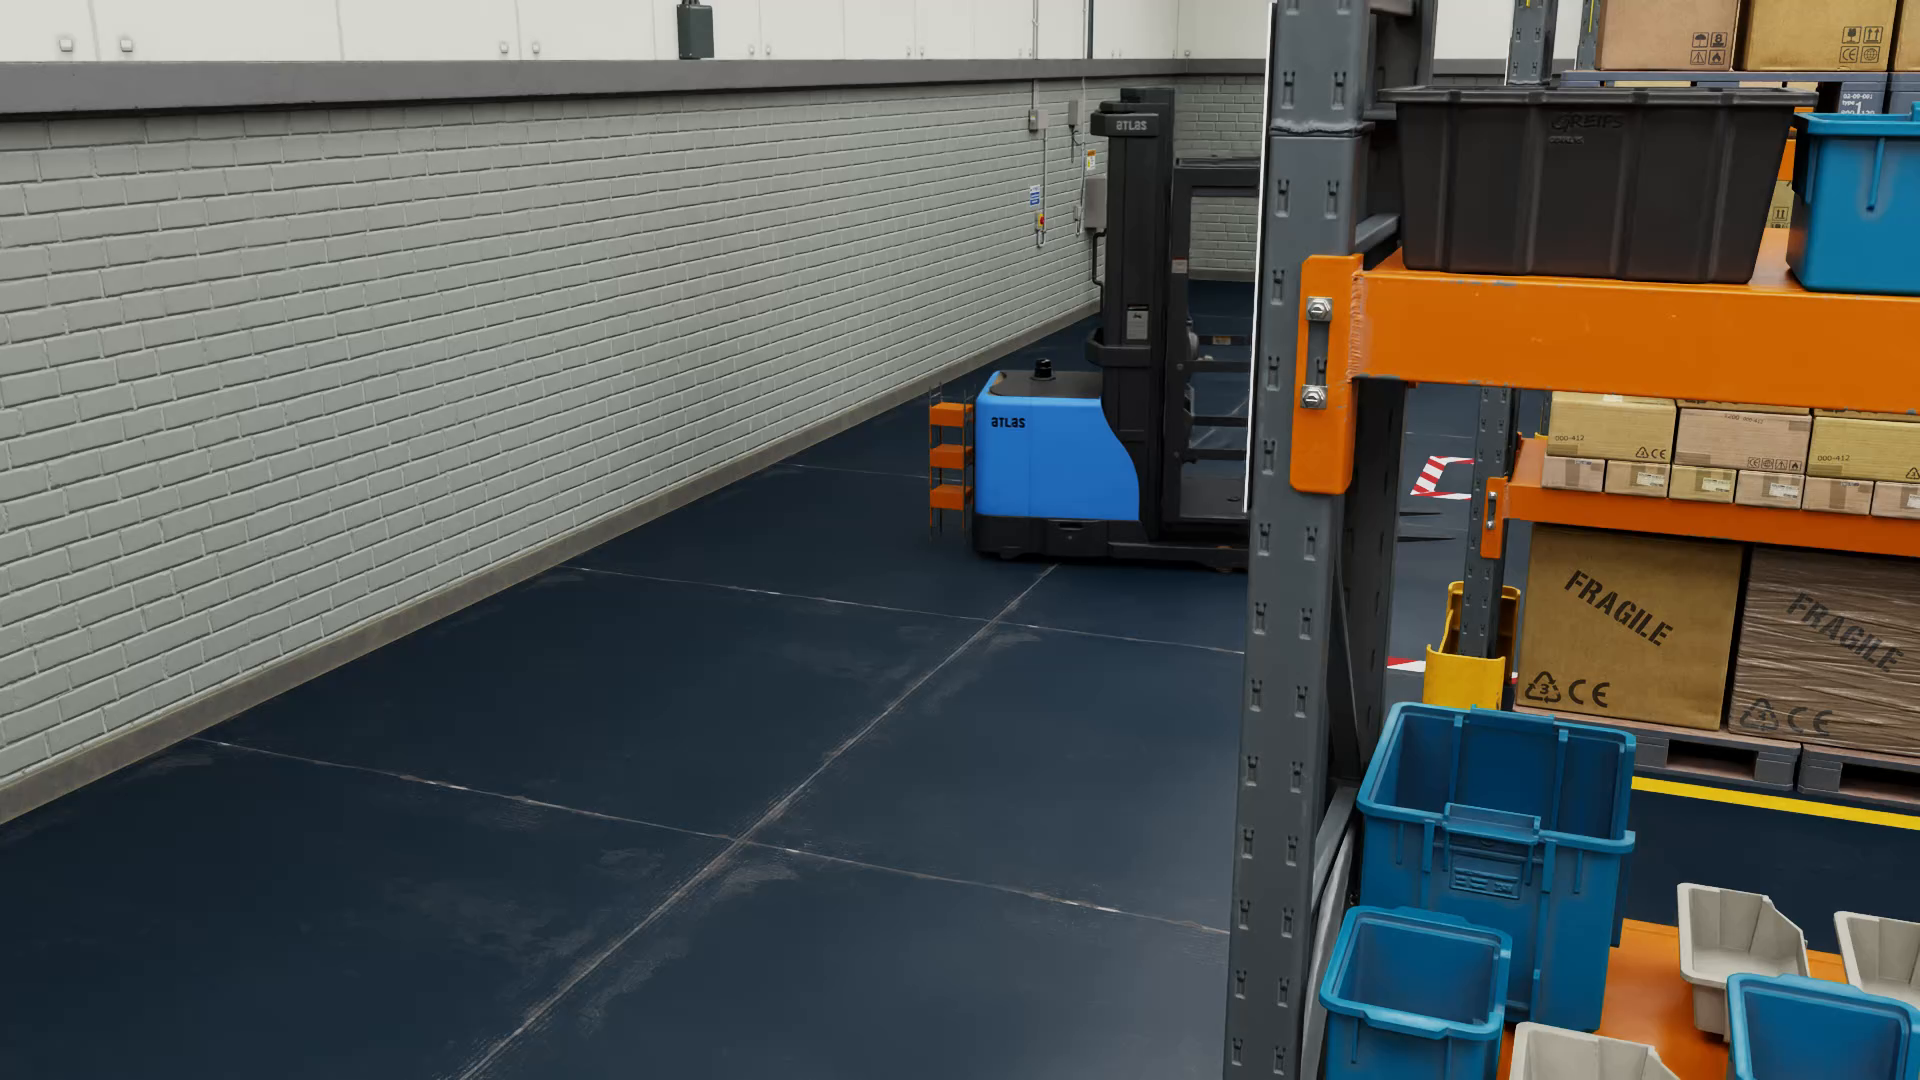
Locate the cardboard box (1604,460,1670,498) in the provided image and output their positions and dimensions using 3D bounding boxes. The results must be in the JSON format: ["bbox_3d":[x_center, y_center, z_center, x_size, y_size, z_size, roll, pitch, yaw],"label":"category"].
[{"bbox_3d":[2.976,-0.310,7.313,0.250,0.149,0.380,6,17,20],"label":"cardboard box"}]

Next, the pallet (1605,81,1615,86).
[{"bbox_3d":[6.857,-4.474,15.982,1.213,0.211,1.003,6,17,21],"label":"pallet"}]

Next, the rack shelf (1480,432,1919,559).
[{"bbox_3d":[4.388,-0.029,7.182,4.000,0.370,1.077,6,17,21],"label":"rack shelf"}]

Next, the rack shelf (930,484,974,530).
[{"bbox_3d":[-0.050,-0.233,11.127,0.240,0.259,0.215,6,17,21],"label":"rack shelf"}]

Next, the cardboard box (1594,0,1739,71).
[{"bbox_3d":[3.031,-2.278,7.147,0.500,0.500,0.700,5,17,17],"label":"cardboard box"}]

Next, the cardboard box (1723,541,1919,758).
[{"bbox_3d":[3.999,0.378,7.550,0.875,0.875,0.875,6,17,21],"label":"cardboard box"}]

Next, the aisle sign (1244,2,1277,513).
[{"bbox_3d":[0.534,-0.473,2.759,0.004,0.787,0.394,6,17,21],"label":"aisle sign"}]

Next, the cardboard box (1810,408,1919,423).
[{"bbox_3d":[3.824,-0.788,6.898,0.500,0.500,0.500,6,17,19],"label":"cardboard box"}]

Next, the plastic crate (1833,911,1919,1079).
[{"bbox_3d":[1.799,0.874,3.150,0.243,0.136,0.396,6,17,21],"label":"plastic crate"}]

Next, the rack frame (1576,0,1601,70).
[{"bbox_3d":[4.441,-4.736,11.346,0.127,3.000,1.000,6,17,21],"label":"rack frame"}]

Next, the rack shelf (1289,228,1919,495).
[{"bbox_3d":[2.570,-0.185,2.339,4.000,0.370,1.077,6,17,21],"label":"rack shelf"}]

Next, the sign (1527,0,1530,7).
[{"bbox_3d":[2.318,-2.334,6.742,0.005,0.325,0.100,6,17,21],"label":"sign"}]

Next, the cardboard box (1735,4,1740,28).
[{"bbox_3d":[5.115,-3.485,11.075,0.250,0.149,0.380,6,17,21],"label":"cardboard box"}]

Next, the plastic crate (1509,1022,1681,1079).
[{"bbox_3d":[1.087,0.969,2.822,0.298,0.136,0.250,6,17,21],"label":"plastic crate"}]

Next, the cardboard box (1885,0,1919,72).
[{"bbox_3d":[4.009,-2.148,6.702,0.500,0.500,0.700,5,17,17],"label":"cardboard box"}]

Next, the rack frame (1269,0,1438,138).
[{"bbox_3d":[0.710,-2.175,2.525,0.127,3.000,1.000,6,17,21],"label":"rack frame"}]

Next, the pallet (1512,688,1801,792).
[{"bbox_3d":[3.300,0.822,7.963,1.213,0.211,1.003,6,17,21],"label":"pallet"}]

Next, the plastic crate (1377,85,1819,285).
[{"bbox_3d":[0.966,-0.560,2.577,0.590,0.269,0.497,6,17,21],"label":"plastic crate"}]

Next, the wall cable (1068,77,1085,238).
[{"bbox_3d":[1.419,-4.576,19.735,0.122,1.984,0.588,6,17,21],"label":"wall cable"}]

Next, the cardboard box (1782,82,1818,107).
[{"bbox_3d":[5.737,-3.007,11.039,0.500,0.250,0.500,6,17,19],"label":"cardboard box"}]

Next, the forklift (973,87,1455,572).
[{"bbox_3d":[1.645,-1.354,10.582,3.031,2.935,1.130,2,16,8],"label":"forklift"}]

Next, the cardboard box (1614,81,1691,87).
[{"bbox_3d":[4.765,-3.111,11.398,0.500,0.250,0.500,7,18,23],"label":"cardboard box"}]

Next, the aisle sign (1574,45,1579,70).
[{"bbox_3d":[4.263,-3.033,11.577,0.004,0.787,0.394,6,17,21],"label":"aisle sign"}]

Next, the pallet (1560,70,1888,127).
[{"bbox_3d":[3.221,-1.903,7.129,1.213,0.211,1.003,6,17,21],"label":"pallet"}]

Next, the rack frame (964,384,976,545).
[{"bbox_3d":[0.064,-0.497,11.003,0.008,1.050,0.200,6,17,21],"label":"rack frame"}]

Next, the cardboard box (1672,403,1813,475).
[{"bbox_3d":[3.361,-0.479,7.178,0.500,0.250,0.500,6,17,20],"label":"cardboard box"}]

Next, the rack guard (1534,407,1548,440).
[{"bbox_3d":[4.512,-0.646,12.504,0.348,0.500,1.175,6,17,21],"label":"rack guard"}]

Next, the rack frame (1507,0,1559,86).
[{"bbox_3d":[2.527,-3.460,6.950,0.127,3.000,1.000,6,17,21],"label":"rack frame"}]

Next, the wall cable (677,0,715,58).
[{"bbox_3d":[-1.468,-6.477,11.573,0.120,5.999,2.277,6,17,21],"label":"wall cable"}]

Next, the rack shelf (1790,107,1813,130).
[{"bbox_3d":[6.302,-2.745,11.159,4.000,0.370,1.077,6,17,21],"label":"rack shelf"}]

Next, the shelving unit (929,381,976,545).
[{"bbox_3d":[-0.050,-0.510,11.046,0.252,1.050,0.215,6,17,21],"label":"shelving unit"}]

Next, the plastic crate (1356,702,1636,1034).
[{"bbox_3d":[1.090,0.646,3.397,0.499,0.435,0.616,6,17,21],"label":"plastic crate"}]

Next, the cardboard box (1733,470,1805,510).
[{"bbox_3d":[3.457,-0.258,7.132,0.250,0.149,0.380,6,17,20],"label":"cardboard box"}]

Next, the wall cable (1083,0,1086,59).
[{"bbox_3d":[1.047,-6.733,18.227,0.029,3.000,2.355,6,17,21],"label":"wall cable"}]

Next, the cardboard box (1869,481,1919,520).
[{"bbox_3d":[3.933,-0.205,6.951,0.250,0.149,0.380,6,17,20],"label":"cardboard box"}]
